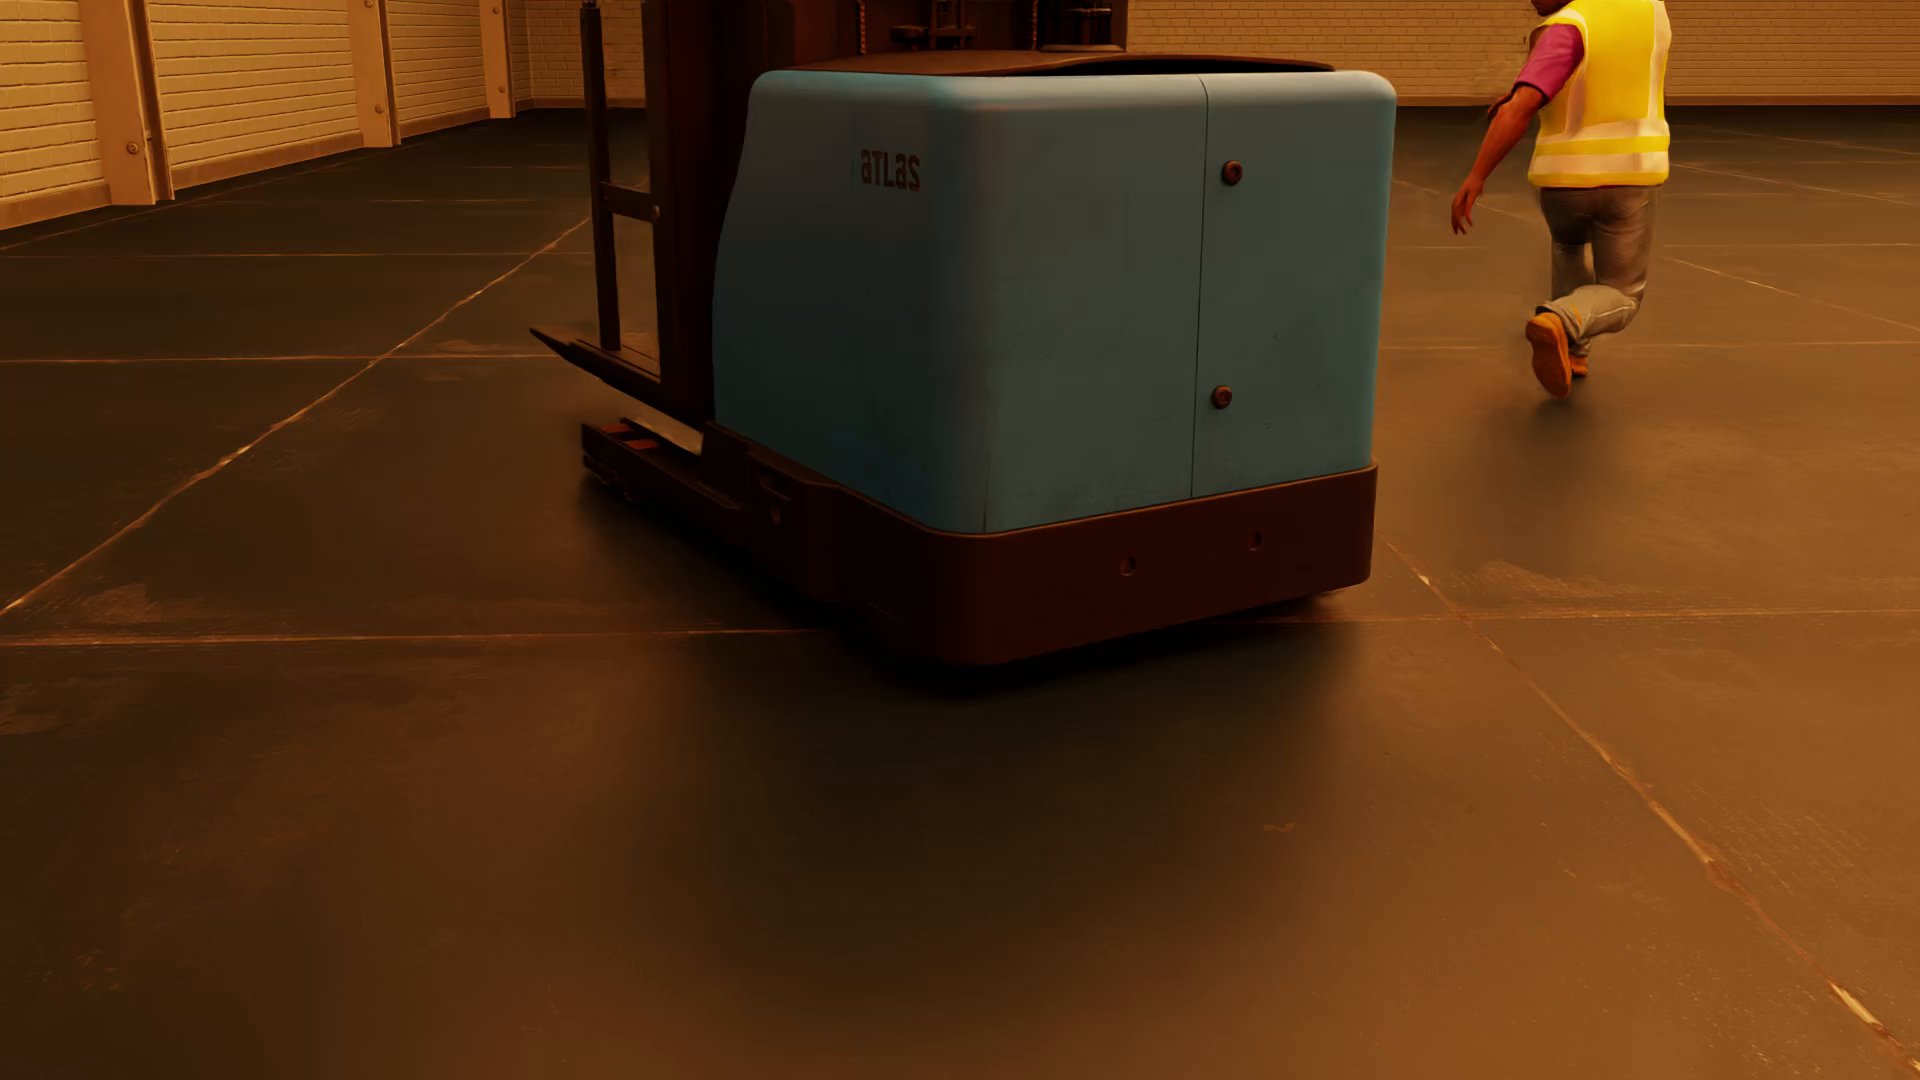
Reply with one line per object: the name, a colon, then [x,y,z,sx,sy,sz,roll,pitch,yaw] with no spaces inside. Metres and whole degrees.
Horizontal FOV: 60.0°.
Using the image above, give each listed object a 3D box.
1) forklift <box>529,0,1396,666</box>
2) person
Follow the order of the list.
forklift: [-0.341,-1.557,3.997,1.130,2.935,3.031,-10,20,-29]
person: [1.977,-1.243,5.474,0.672,1.530,0.918,5,18,15]
